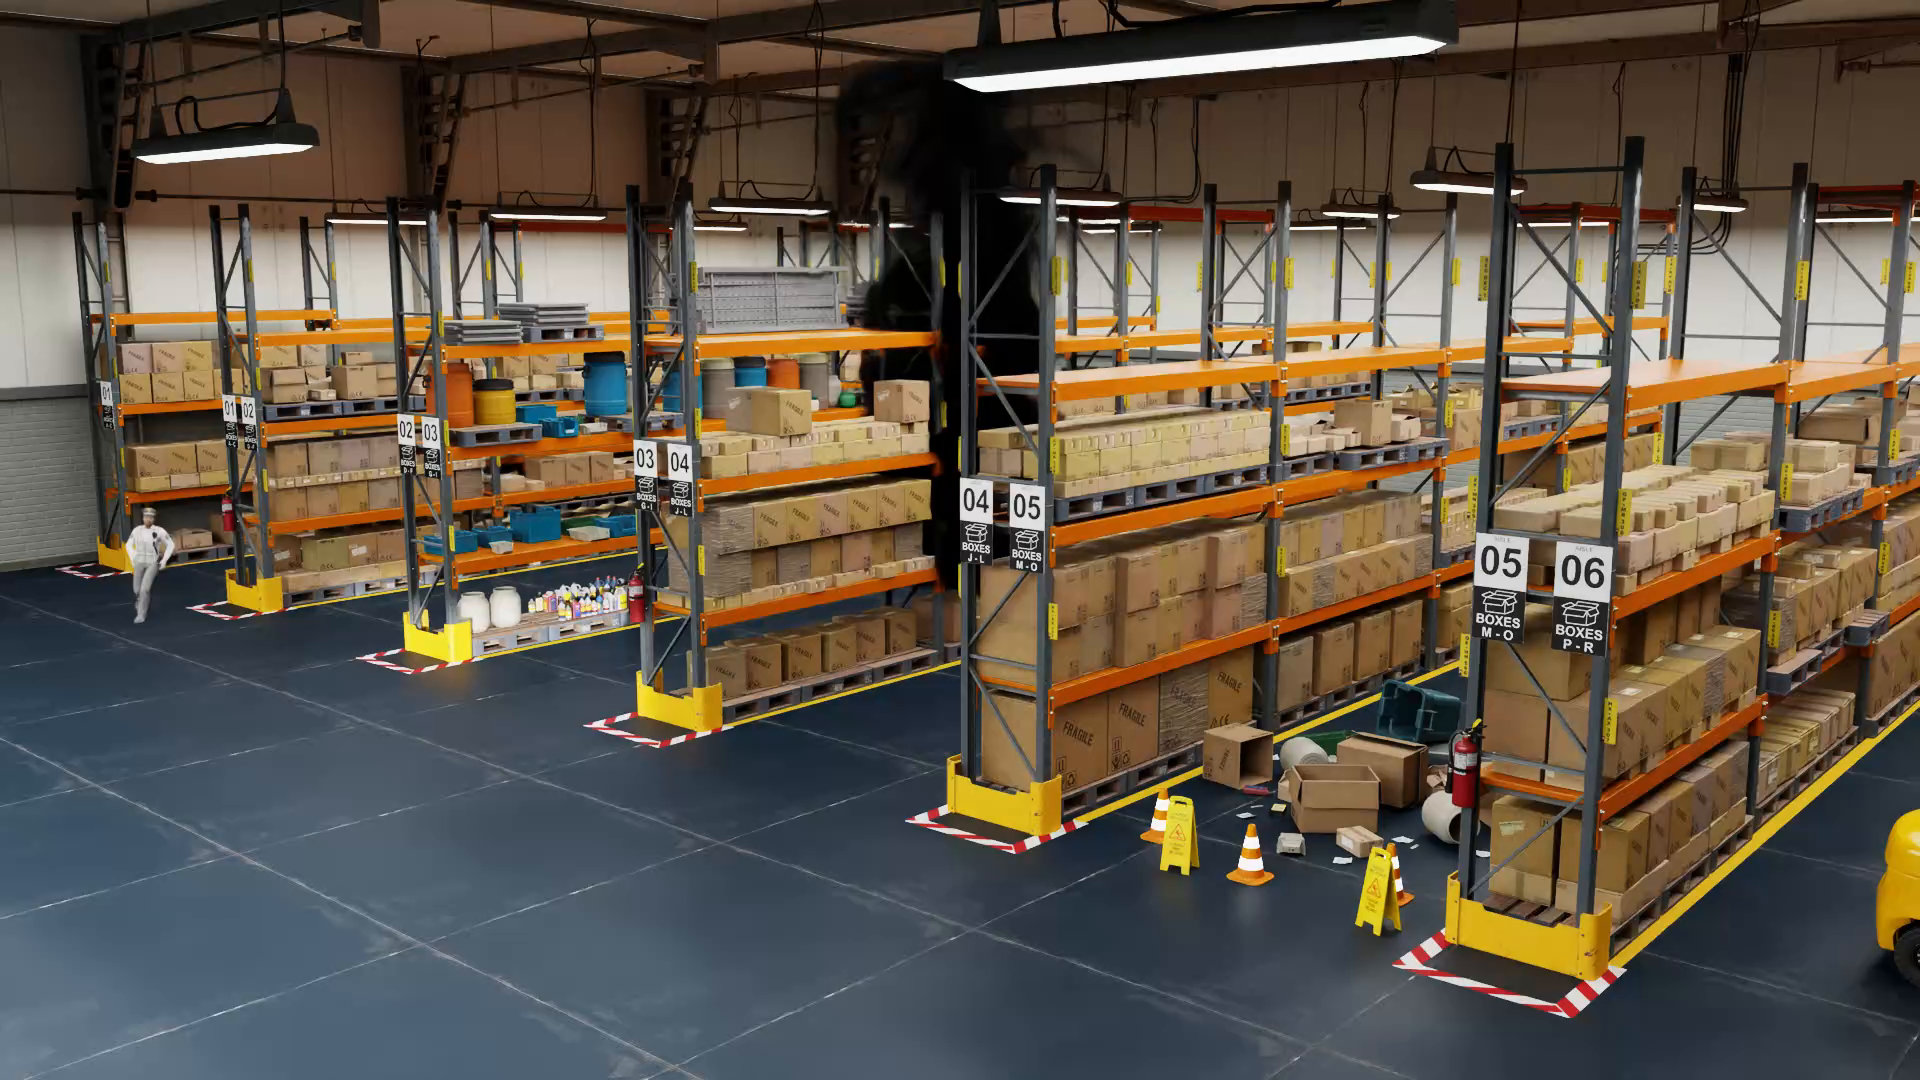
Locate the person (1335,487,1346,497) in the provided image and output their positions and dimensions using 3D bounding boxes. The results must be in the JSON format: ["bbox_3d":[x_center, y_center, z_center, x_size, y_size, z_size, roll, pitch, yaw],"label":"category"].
[{"bbox_3d":[5.992,-0.029,26.485,0.550,1.664,0.687,6,11,30],"label":"person"}]

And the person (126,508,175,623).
[{"bbox_3d":[-11.838,0.334,24.354,0.669,1.665,0.659,-2,10,-11],"label":"person"}]

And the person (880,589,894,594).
[{"bbox_3d":[-1.146,-0.045,24.828,0.637,1.773,0.544,6,11,32],"label":"person"}]

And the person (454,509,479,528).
[{"bbox_3d":[-8.991,-0.738,30.346,0.639,1.736,0.651,6,11,31],"label":"person"}]
